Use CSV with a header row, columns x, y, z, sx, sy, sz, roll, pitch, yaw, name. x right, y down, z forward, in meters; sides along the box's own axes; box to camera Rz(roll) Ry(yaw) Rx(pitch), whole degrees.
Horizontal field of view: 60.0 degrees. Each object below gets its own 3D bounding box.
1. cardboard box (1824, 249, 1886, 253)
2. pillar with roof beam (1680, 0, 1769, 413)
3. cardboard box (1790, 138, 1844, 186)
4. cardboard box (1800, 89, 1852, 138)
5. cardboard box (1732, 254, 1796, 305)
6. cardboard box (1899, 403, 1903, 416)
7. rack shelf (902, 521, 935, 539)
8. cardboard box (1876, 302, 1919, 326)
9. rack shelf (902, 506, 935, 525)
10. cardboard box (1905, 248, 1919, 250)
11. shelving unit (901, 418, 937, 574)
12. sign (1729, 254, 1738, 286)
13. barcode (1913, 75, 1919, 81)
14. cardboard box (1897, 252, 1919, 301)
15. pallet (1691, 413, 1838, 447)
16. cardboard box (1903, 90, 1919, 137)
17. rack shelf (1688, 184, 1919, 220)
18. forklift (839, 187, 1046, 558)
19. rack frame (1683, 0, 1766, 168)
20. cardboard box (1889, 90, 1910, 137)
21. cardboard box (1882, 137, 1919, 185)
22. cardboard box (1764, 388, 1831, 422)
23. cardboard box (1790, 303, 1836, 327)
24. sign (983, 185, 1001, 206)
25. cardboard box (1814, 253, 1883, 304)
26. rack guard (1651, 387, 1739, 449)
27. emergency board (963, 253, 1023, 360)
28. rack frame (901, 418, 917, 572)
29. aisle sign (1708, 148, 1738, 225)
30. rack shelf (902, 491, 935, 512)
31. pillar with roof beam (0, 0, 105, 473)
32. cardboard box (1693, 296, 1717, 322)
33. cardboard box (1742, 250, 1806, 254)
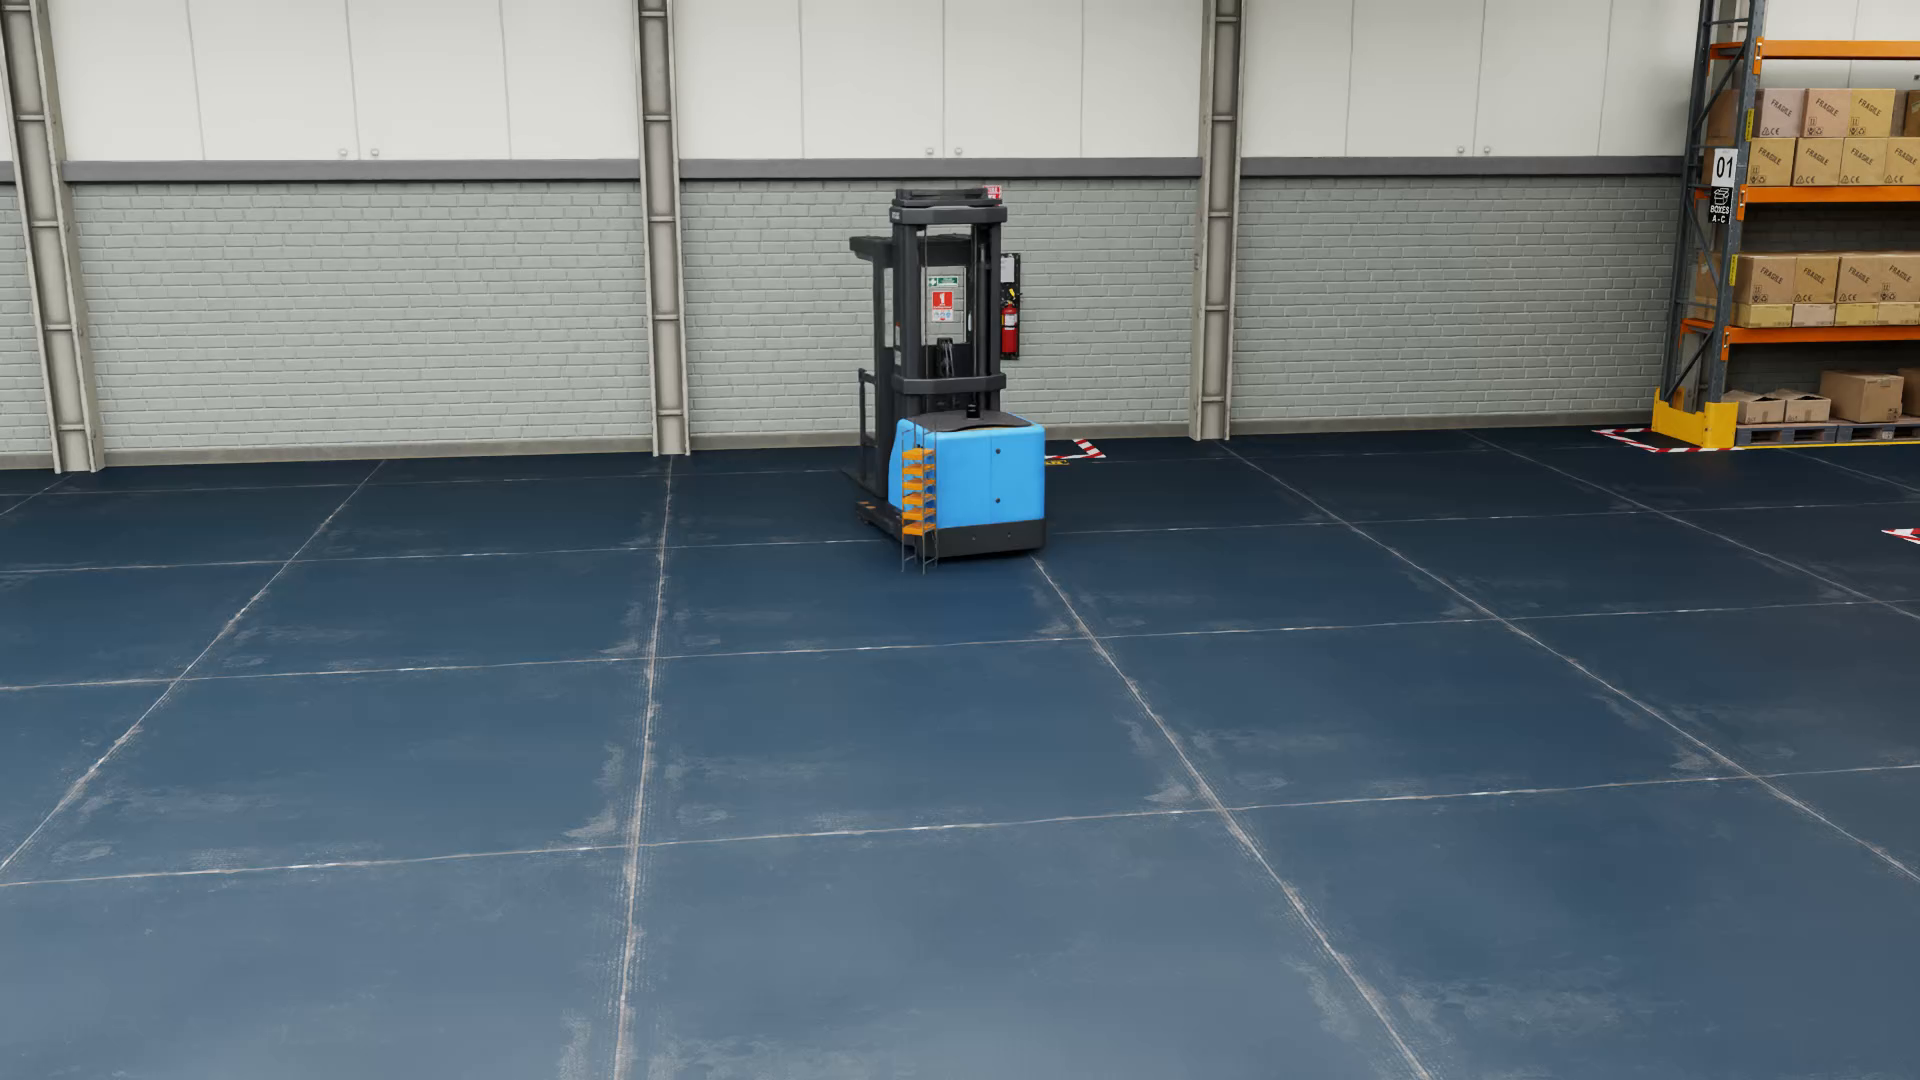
x,y,z,sx,sy,sz,roll,pitch,yaw,name
10.131,-3.021,18.828,0.500,0.500,0.500,-2,14,-8,cardboard box
9.394,-4.706,14.488,0.400,9.000,9.100,-2,14,-8,pillar with roof beam
9.093,-4.074,17.889,0.500,0.500,0.500,-1,14,-5,cardboard box
9.110,-4.558,17.762,0.500,0.500,0.500,-2,14,-9,cardboard box
8.706,-2.844,18.122,0.500,0.500,0.500,-2,14,-8,cardboard box
10.560,-1.521,19.076,0.250,0.149,0.380,-3,14,-13,cardboard box
-0.319,-0.071,13.206,0.180,0.103,0.258,7,16,25,rack shelf
10.235,-2.534,18.426,0.500,0.250,0.500,-2,14,-8,cardboard box
-0.319,-0.187,13.177,0.180,0.103,0.258,7,16,25,rack shelf
11.137,-3.059,18.980,0.500,0.500,0.500,-2,14,-9,cardboard box
-0.319,-0.347,13.137,0.189,1.200,0.258,7,16,25,shelving unit
8.270,-2.888,17.791,0.005,0.325,0.100,-2,14,-8,sign
10.706,-5.173,18.610,0.075,0.075,0.001,-2,14,-8,barcode
10.731,-2.917,18.414,0.500,0.500,0.500,-3,14,-10,cardboard box
9.073,-1.270,18.850,1.213,0.211,1.003,-2,14,-8,pallet
10.634,-4.614,17.986,0.500,0.500,0.500,-3,14,-10,cardboard box
10.167,-3.777,18.428,4.000,0.370,1.077,-2,14,-8,rack shelf
-0.305,-1.593,14.549,1.130,2.935,3.031,-6,15,-21,forklift
8.189,-5.508,17.687,0.127,3.000,1.000,-2,14,-8,rack frame
10.104,-4.726,18.433,0.500,0.500,0.500,-2,14,-8,cardboard box
10.133,-4.119,18.066,0.500,0.500,0.500,-1,14,-5,cardboard box
9.450,-1.532,18.786,0.500,0.311,0.500,-1,14,-4,cardboard box
9.230,-2.499,18.287,0.500,0.250,0.500,-3,14,-10,cardboard box
0.347,-3.682,17.972,0.199,0.298,0.001,-2,14,-8,sign
9.708,-2.877,18.252,0.500,0.500,0.500,-3,14,-10,cardboard box
8.264,-1.389,18.732,0.348,0.500,1.175,-2,14,-8,rack guard
0.370,-2.534,18.160,0.643,1.169,0.194,-2,14,-8,emergency board
-0.402,-0.356,13.175,0.006,1.200,0.240,7,16,25,rack frame
8.163,-3.785,17.802,0.004,0.787,0.394,-2,14,-8,aisle sign
-0.319,-0.303,13.148,0.180,0.103,0.258,7,16,25,rack shelf
-8.405,-4.054,11.887,0.400,9.000,9.100,-2,14,-8,pillar with roof beam
8.623,-2.599,18.686,0.500,0.250,0.500,-2,14,-7,cardboard box
9.123,-2.983,18.676,0.500,0.500,0.500,-2,14,-8,cardboard box
